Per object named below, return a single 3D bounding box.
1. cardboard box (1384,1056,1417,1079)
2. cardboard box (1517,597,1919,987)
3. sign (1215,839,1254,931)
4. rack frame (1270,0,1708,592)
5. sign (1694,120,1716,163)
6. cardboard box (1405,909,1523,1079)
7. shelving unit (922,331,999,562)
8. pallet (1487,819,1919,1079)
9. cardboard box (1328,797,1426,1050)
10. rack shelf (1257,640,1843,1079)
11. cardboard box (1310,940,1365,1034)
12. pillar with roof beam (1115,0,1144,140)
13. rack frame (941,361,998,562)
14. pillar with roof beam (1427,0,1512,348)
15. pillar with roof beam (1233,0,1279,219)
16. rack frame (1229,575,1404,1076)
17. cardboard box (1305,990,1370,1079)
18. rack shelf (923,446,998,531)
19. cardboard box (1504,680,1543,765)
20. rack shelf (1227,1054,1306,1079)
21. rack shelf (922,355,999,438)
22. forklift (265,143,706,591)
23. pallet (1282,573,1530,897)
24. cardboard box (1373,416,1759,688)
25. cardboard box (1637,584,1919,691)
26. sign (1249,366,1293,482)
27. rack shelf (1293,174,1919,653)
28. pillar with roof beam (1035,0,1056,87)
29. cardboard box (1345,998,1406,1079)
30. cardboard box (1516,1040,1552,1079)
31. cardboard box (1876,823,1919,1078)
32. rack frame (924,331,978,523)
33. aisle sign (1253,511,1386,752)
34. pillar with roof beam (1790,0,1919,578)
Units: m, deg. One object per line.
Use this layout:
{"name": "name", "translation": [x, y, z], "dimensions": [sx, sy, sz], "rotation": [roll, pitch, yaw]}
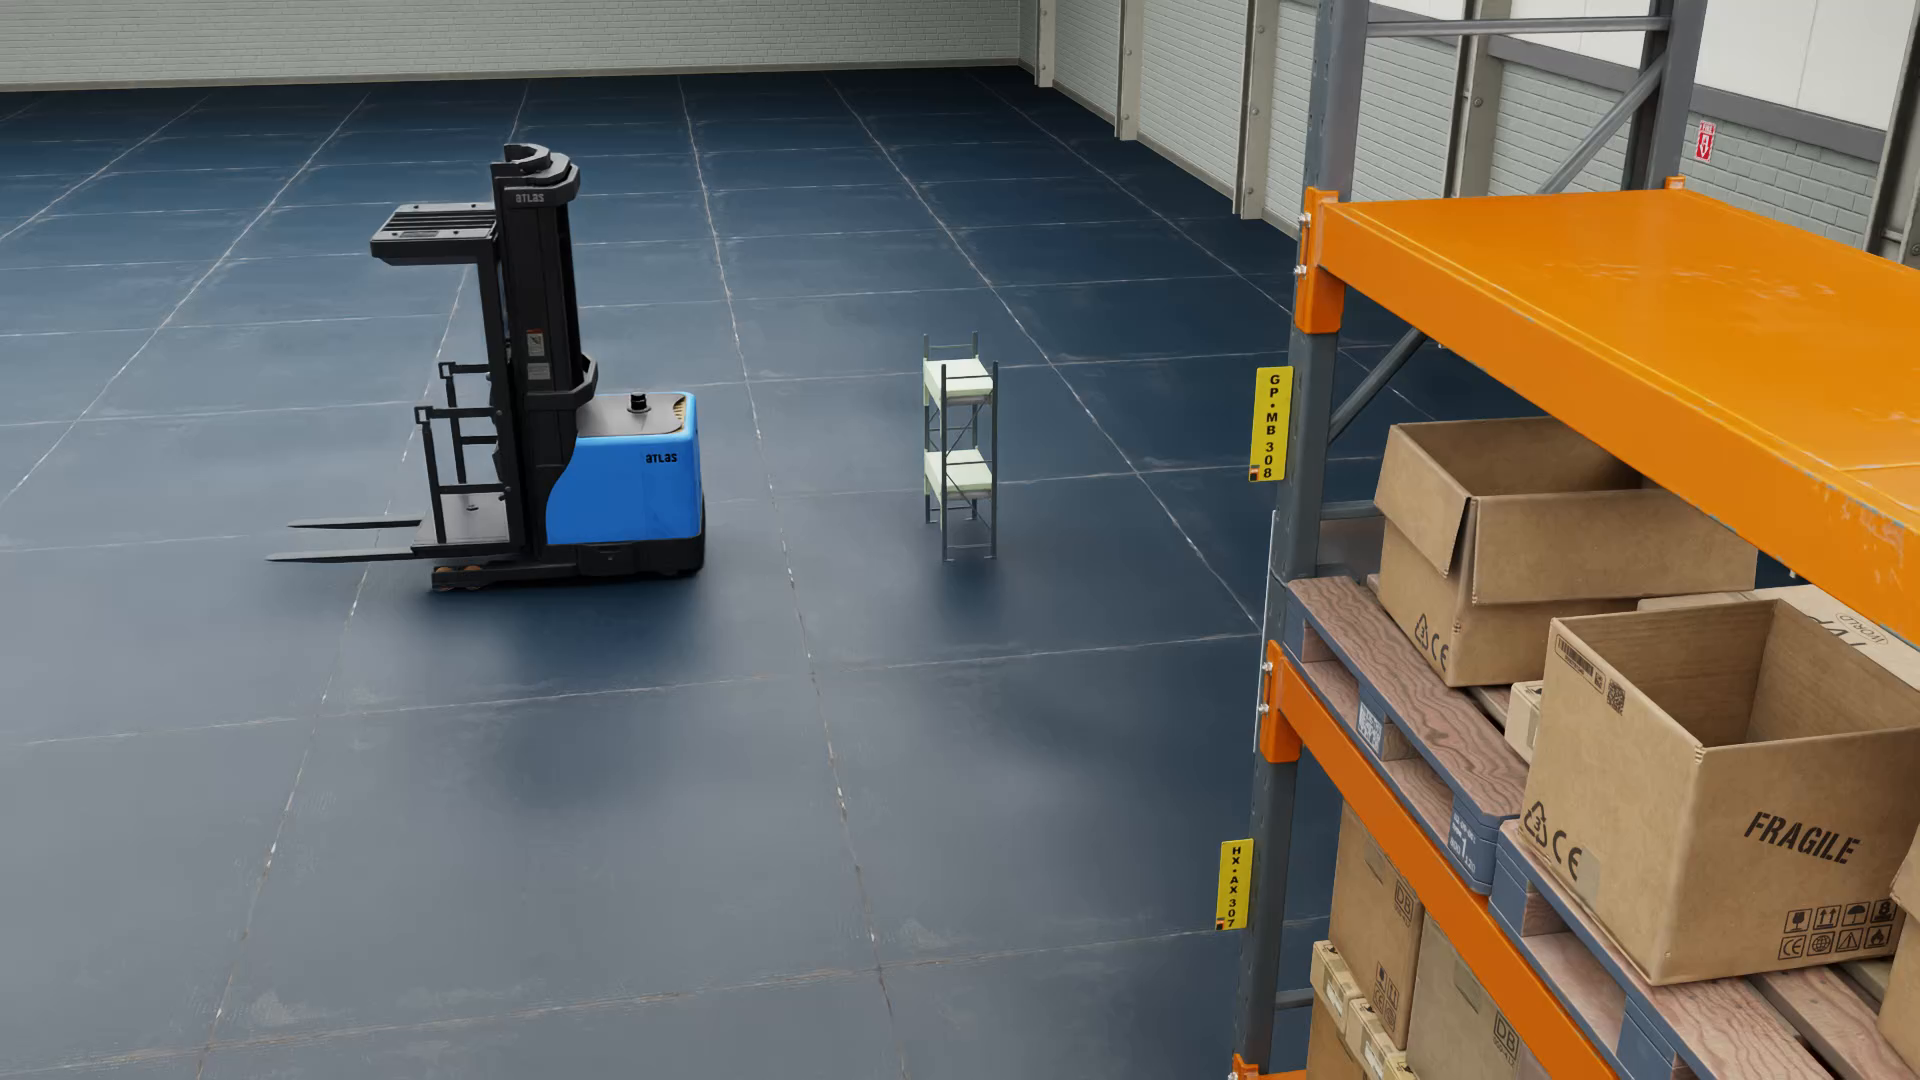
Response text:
{"name": "cardboard box", "translation": [1.350, 1.488, 4.403], "dimensions": [0.380, 0.149, 0.250], "rotation": [-4, 24, -10]}
{"name": "cardboard box", "translation": [1.431, 0.455, 3.130], "dimensions": [0.500, 0.500, 0.500], "rotation": [-4, 24, -10]}
{"name": "sign", "translation": [0.846, 1.065, 5.127], "dimensions": [0.100, 0.325, 0.005], "rotation": [-4, 24, -10]}
{"name": "rack frame", "translation": [1.392, -1.290, 4.204], "dimensions": [1.000, 3.000, 0.127], "rotation": [-4, 24, -10]}
{"name": "sign", "translation": [5.807, -3.106, 12.959], "dimensions": [0.001, 0.298, 0.199], "rotation": [-4, 24, -10]}
{"name": "cardboard box", "translation": [1.578, 1.230, 4.182], "dimensions": [0.700, 0.500, 0.500], "rotation": [-5, 24, -11]}
{"name": "shelving unit", "translation": [-0.001, -0.690, 12.198], "dimensions": [0.431, 1.500, 0.755], "rotation": [-4, 24, -10]}
{"name": "pallet", "translation": [1.727, 0.886, 3.080], "dimensions": [1.003, 0.211, 1.213], "rotation": [-4, 24, -10]}
{"name": "cardboard box", "translation": [1.476, 1.024, 4.655], "dimensions": [0.700, 0.500, 0.500], "rotation": [-4, 24, -10]}
{"name": "rack shelf", "translation": [1.762, 1.201, 3.147], "dimensions": [1.077, 0.370, 4.000], "rotation": [-4, 24, -10]}
{"name": "cardboard box", "translation": [1.253, 1.286, 4.865], "dimensions": [0.380, 0.149, 0.250], "rotation": [-4, 24, -10]}
{"name": "pillar with roof beam", "translation": [-1.429, -10.569, 25.448], "dimensions": [9.100, 9.000, 0.400], "rotation": [-4, 24, -10]}
{"name": "rack frame", "translation": [0.066, -0.546, 11.869], "dimensions": [0.400, 1.500, 0.023], "rotation": [-4, 24, -10]}
{"name": "pillar with roof beam", "translation": [0.790, -5.849, 14.641], "dimensions": [9.100, 9.000, 0.400], "rotation": [-4, 24, -10]}
{"name": "pillar with roof beam", "translation": [-0.320, -8.209, 20.044], "dimensions": [9.100, 9.000, 0.400], "rotation": [-4, 24, -10]}
{"name": "rack frame", "translation": [1.392, 1.459, 5.405], "dimensions": [1.000, 3.000, 0.127], "rotation": [-4, 24, -10]}
{"name": "cardboard box", "translation": [1.466, 1.598, 4.962], "dimensions": [0.700, 0.500, 0.500], "rotation": [-4, 24, -10]}
{"name": "rack shelf", "translation": [-0.001, -0.391, 12.329], "dimensions": [0.431, 0.370, 0.720], "rotation": [-4, 24, -10]}
{"name": "cardboard box", "translation": [1.437, 0.419, 3.653], "dimensions": [0.380, 0.149, 0.250], "rotation": [-4, 24, -10]}
{"name": "rack shelf", "translation": [1.762, 2.575, 3.747], "dimensions": [1.077, 0.370, 4.000], "rotation": [-4, 24, -10]}
{"name": "rack shelf", "translation": [-0.001, -1.048, 12.042], "dimensions": [0.431, 0.370, 0.720], "rotation": [-4, 24, -10]}
{"name": "forklift", "translation": [-3.397, -1.208, 11.596], "dimensions": [3.031, 2.935, 1.130], "rotation": [-3, 24, -6]}
{"name": "pallet", "translation": [1.498, 0.405, 4.181], "dimensions": [1.003, 0.211, 1.213], "rotation": [-4, 24, -10]}
{"name": "cardboard box", "translation": [1.494, 0.007, 4.153], "dimensions": [0.797, 0.503, 0.637], "rotation": [-3, 24, -6]}
{"name": "cardboard box", "translation": [1.864, 0.330, 3.730], "dimensions": [0.500, 0.250, 0.500], "rotation": [-4, 24, -10]}
{"name": "sign", "translation": [0.846, -0.314, 4.525], "dimensions": [0.100, 0.325, 0.005], "rotation": [-4, 24, -10]}
{"name": "rack shelf", "translation": [1.762, 0.009, 2.627], "dimensions": [1.077, 0.370, 4.000], "rotation": [-4, 24, -10]}
{"name": "pillar with roof beam", "translation": [-2.539, -12.929, 30.851], "dimensions": [9.100, 9.000, 0.400], "rotation": [-4, 24, -10]}
{"name": "cardboard box", "translation": [1.305, 1.390, 4.628], "dimensions": [0.380, 0.149, 0.250], "rotation": [-5, 24, -11]}
{"name": "cardboard box", "translation": [1.672, 1.429, 3.728], "dimensions": [0.700, 0.500, 0.500], "rotation": [-4, 24, -10]}
{"name": "cardboard box", "translation": [1.951, 0.697, 2.574], "dimensions": [0.797, 0.503, 0.637], "rotation": [-2, 24, -4]}
{"name": "rack frame", "translation": [-0.069, -0.834, 12.528], "dimensions": [0.400, 1.500, 0.023], "rotation": [-4, 24, -10]}
{"name": "aisle sign", "translation": [1.079, 0.264, 4.892], "dimensions": [0.394, 0.787, 0.004], "rotation": [-4, 24, -10]}
{"name": "pillar with roof beam", "translation": [1.899, -3.489, 9.237], "dimensions": [9.100, 9.000, 0.400], "rotation": [-4, 24, -10]}
